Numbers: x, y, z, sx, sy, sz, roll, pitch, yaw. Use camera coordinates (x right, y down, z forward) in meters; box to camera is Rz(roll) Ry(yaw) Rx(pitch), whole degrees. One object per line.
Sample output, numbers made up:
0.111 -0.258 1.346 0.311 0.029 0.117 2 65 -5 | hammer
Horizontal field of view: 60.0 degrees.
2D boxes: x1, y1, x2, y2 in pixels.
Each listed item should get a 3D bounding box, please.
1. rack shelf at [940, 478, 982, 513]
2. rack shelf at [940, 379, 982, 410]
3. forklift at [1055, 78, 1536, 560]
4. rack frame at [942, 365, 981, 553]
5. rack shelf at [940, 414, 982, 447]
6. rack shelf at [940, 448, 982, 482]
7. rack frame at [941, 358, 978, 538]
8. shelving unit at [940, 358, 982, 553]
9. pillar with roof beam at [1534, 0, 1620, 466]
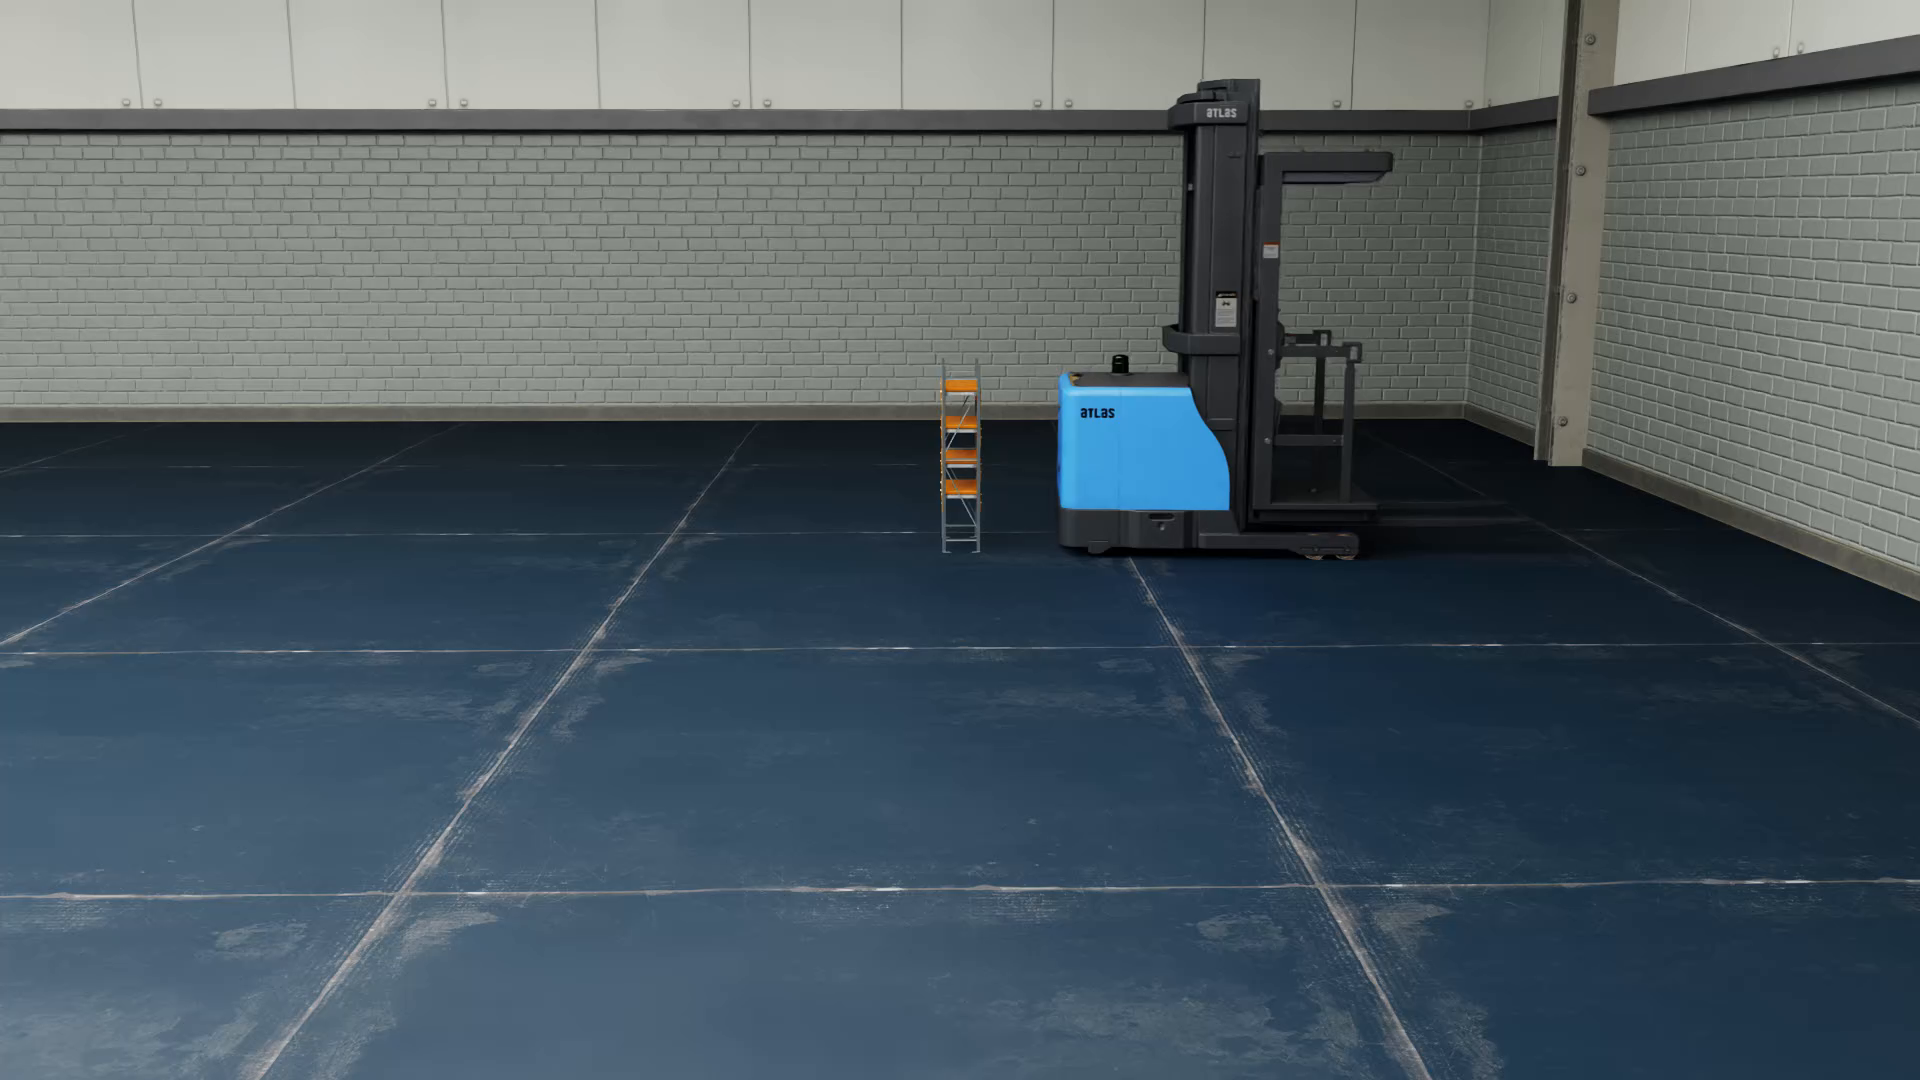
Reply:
0.003 -0.295 10.830 0.258 0.148 0.480 0 11 -1 | rack shelf
0.003 -0.940 10.699 0.258 0.148 0.480 0 11 -1 | rack shelf
2.153 -1.417 10.673 3.031 2.935 1.130 0 11 2 | forklift
0.008 -0.507 10.539 0.240 1.200 0.015 0 11 -1 | rack frame
0.003 -0.708 10.747 0.258 0.148 0.480 0 11 -1 | rack shelf
0.003 -0.489 10.791 0.258 0.148 0.480 0 11 -1 | rack shelf
-0.002 -0.604 11.017 0.240 1.200 0.015 0 11 -1 | rack frame
0.003 -0.555 10.778 0.258 1.200 0.503 0 11 -1 | shelving unit
0.871 -5.063 13.380 9.100 9.000 0.400 0 11 -1 | pillar with roof beam
